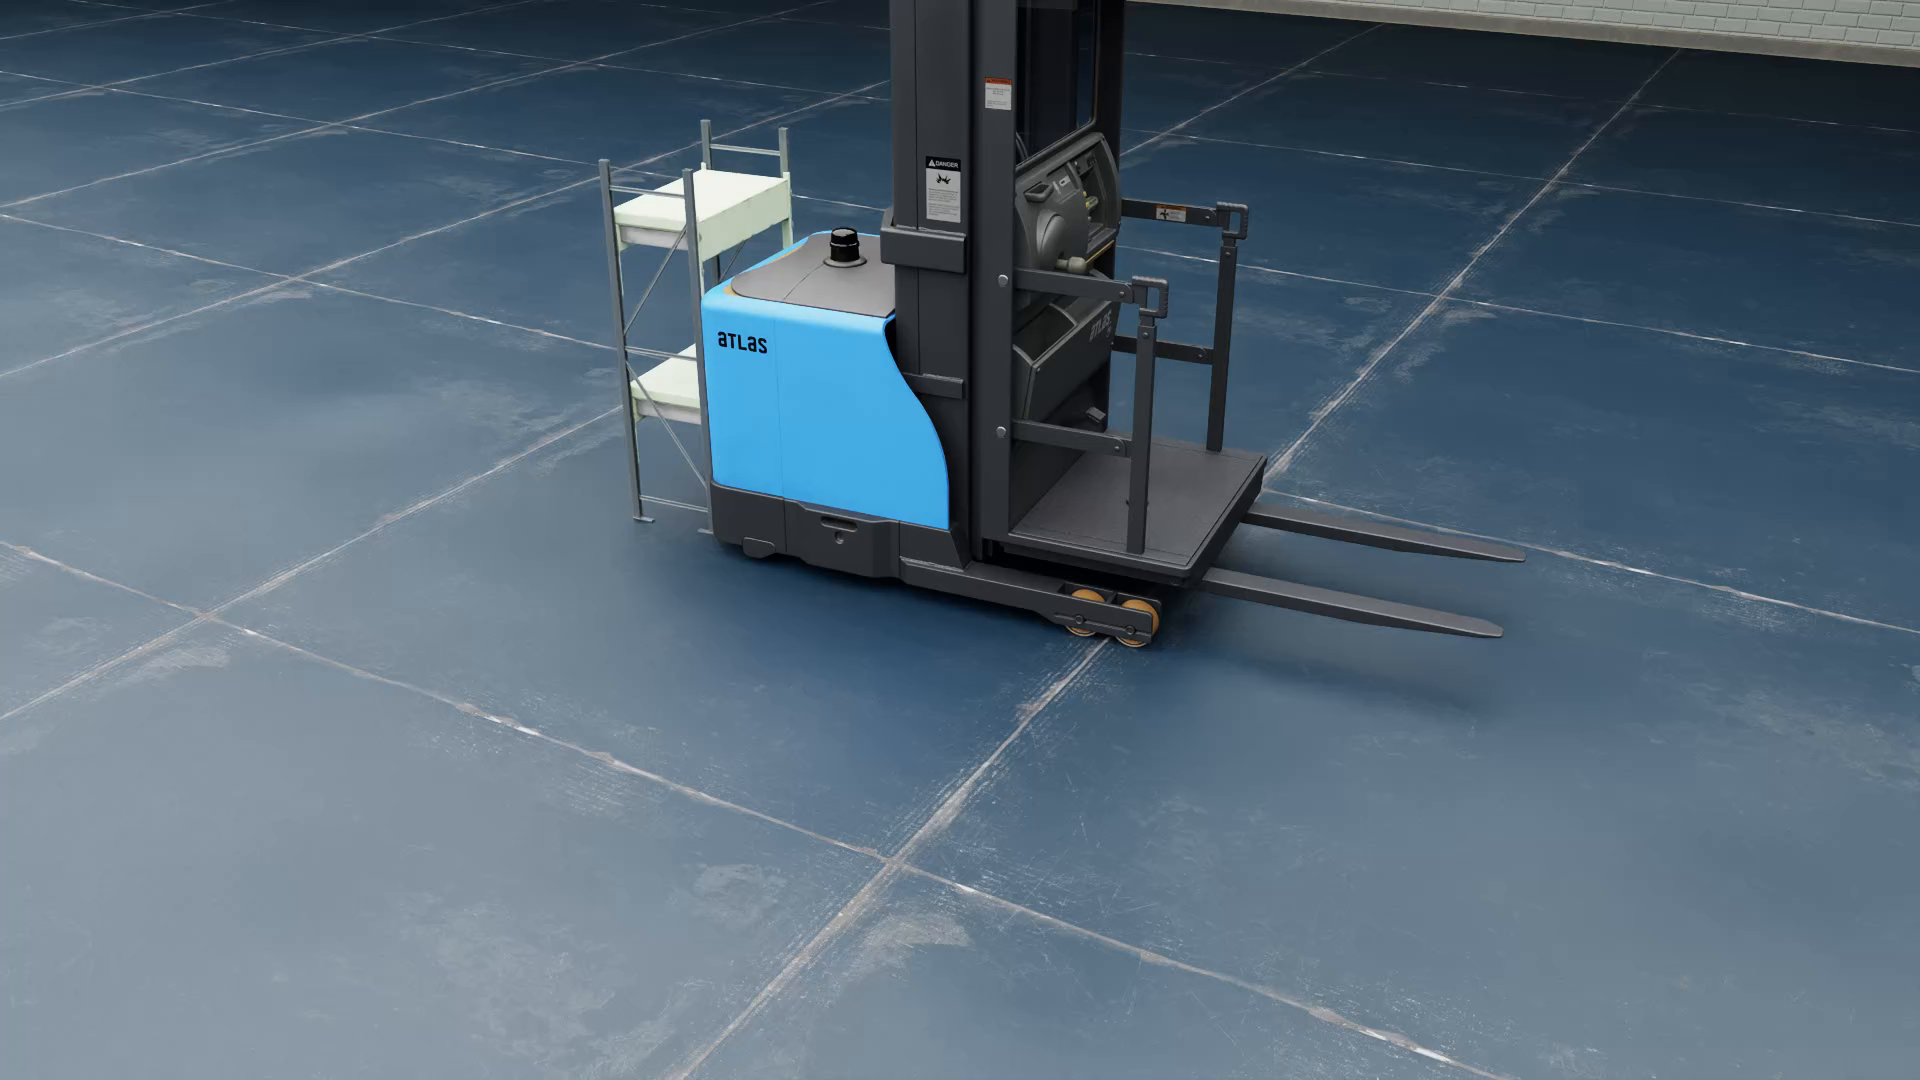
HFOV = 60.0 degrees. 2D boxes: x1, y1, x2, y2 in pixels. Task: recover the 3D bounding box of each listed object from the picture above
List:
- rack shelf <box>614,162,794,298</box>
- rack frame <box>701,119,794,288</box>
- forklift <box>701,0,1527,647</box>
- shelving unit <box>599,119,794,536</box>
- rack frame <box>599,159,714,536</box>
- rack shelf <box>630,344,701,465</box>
[{"bbox_3d":[-1.027,-1.226,6.651,0.431,0.370,0.720,11,29,21],"label":"rack shelf"},{"bbox_3d":[-0.882,-1.027,7.126,0.400,1.500,0.023,11,29,21],"label":"rack frame"},{"bbox_3d":[0.576,-1.196,5.865,3.031,2.935,1.130,11,29,21],"label":"forklift"},{"bbox_3d":[-1.027,-0.877,6.826,0.431,1.500,0.755,11,29,21],"label":"shelving unit"},{"bbox_3d":[-1.172,-0.726,6.525,0.400,1.500,0.023,11,29,21],"label":"rack frame"},{"bbox_3d":[-1.027,-0.585,6.972,0.431,0.370,0.720,11,29,21],"label":"rack shelf"}]
